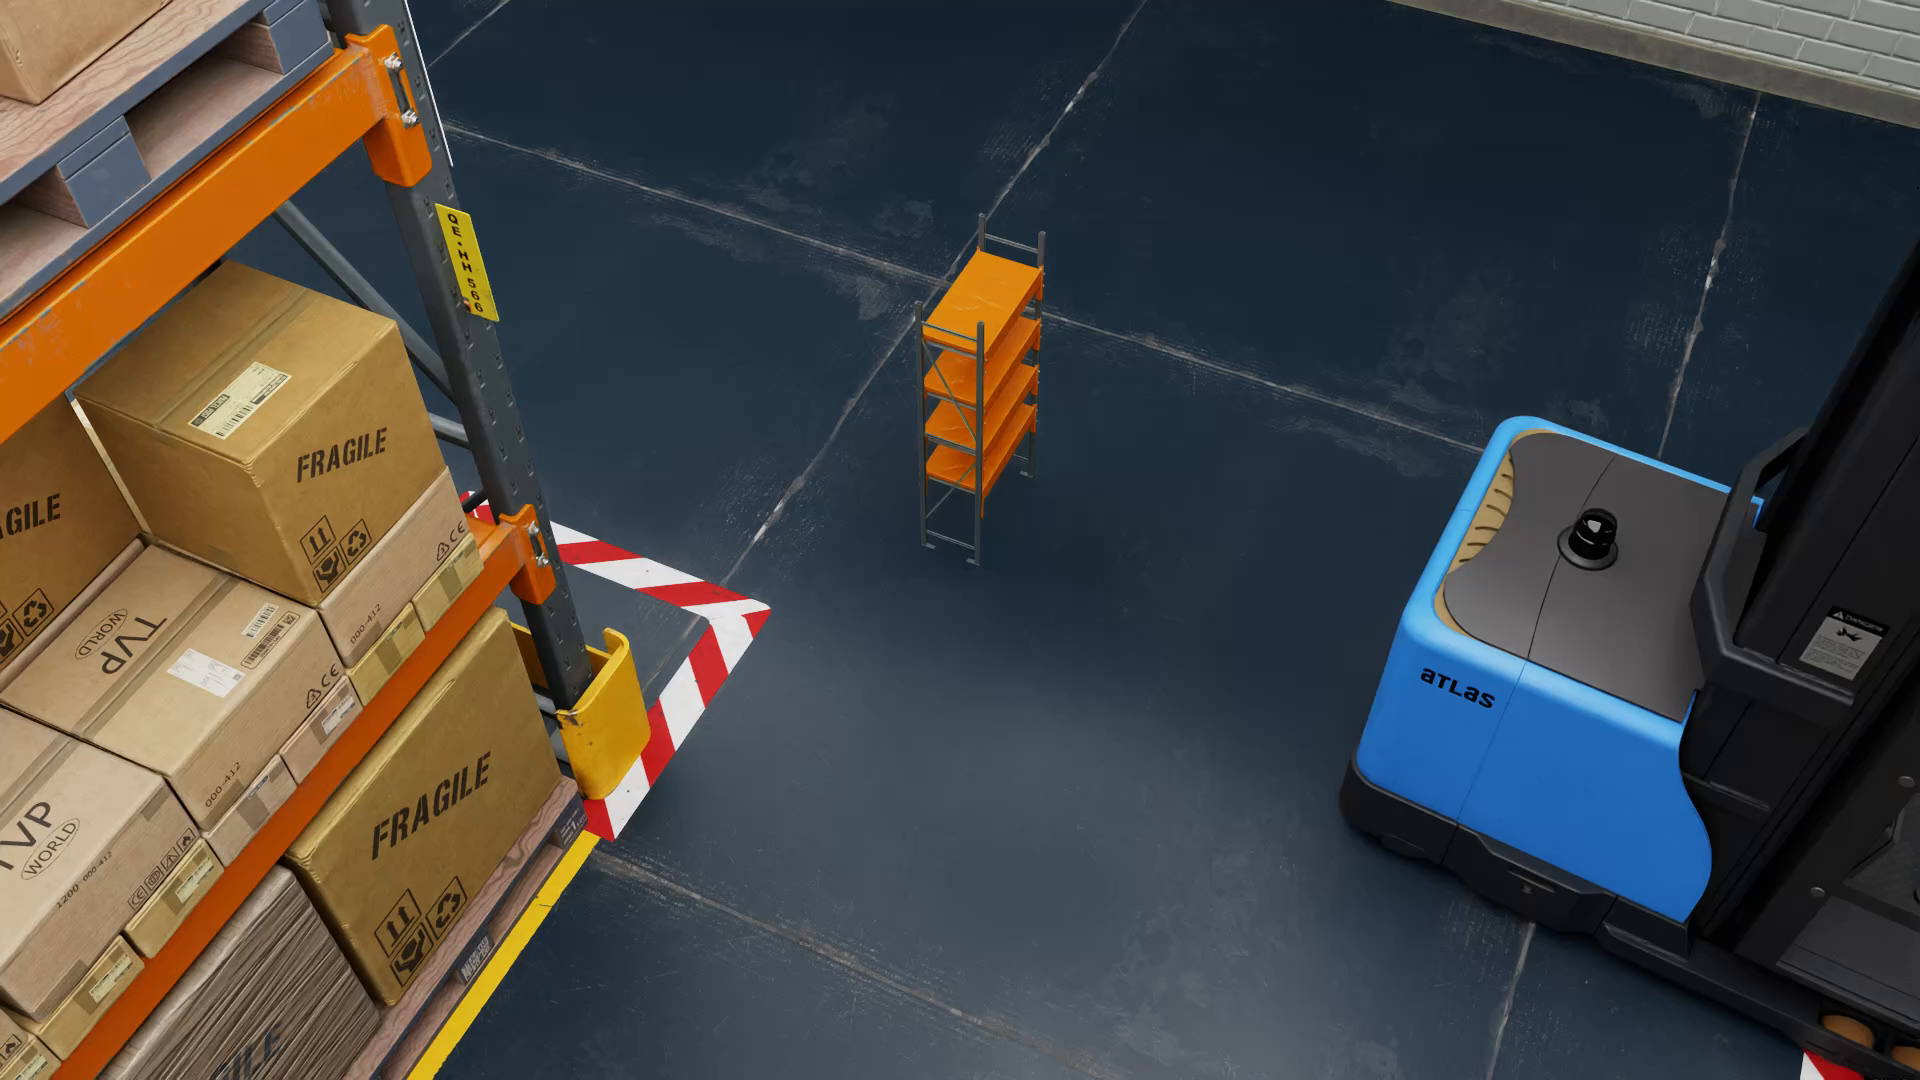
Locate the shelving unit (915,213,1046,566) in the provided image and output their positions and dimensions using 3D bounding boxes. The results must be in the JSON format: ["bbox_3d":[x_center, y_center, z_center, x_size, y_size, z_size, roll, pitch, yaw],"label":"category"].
[{"bbox_3d":[0.071,-0.503,5.890,0.258,1.200,0.503,20,52,16],"label":"shelving unit"}]

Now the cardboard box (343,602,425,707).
[{"bbox_3d":[-1.610,0.229,4.250,0.380,0.149,0.250,20,53,16],"label":"cardboard box"}]

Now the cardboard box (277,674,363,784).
[{"bbox_3d":[-1.719,0.402,4.103,0.380,0.149,0.250,20,52,16],"label":"cardboard box"}]

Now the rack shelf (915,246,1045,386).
[{"bbox_3d":[0.071,-0.757,5.591,0.258,0.148,0.480,20,52,16],"label":"rack shelf"}]

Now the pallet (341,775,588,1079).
[{"bbox_3d":[-1.917,1.096,5.179,1.003,0.211,1.213,20,52,16],"label":"pallet"}]

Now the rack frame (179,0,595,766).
[{"bbox_3d":[-1.646,-0.384,4.607,1.000,3.000,0.127,20,52,16],"label":"rack frame"}]

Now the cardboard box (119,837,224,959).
[{"bbox_3d":[-1.936,0.753,3.804,0.380,0.149,0.250,19,52,15],"label":"cardboard box"}]

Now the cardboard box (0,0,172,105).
[{"bbox_3d":[-1.820,-1.182,2.909,0.700,0.500,0.500,17,52,14],"label":"cardboard box"}]

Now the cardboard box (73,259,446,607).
[{"bbox_3d":[-1.617,-0.254,3.907,0.500,0.500,0.500,20,53,17],"label":"cardboard box"}]

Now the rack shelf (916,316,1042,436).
[{"bbox_3d":[0.071,-0.604,5.771,0.258,0.148,0.480,20,52,16],"label":"rack shelf"}]

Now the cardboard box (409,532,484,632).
[{"bbox_3d":[-1.501,0.050,4.403,0.380,0.149,0.250,21,53,17],"label":"cardboard box"}]

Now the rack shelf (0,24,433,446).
[{"bbox_3d":[-2.501,0.254,2.567,1.077,0.370,4.000,20,52,16],"label":"rack shelf"}]

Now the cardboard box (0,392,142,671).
[{"bbox_3d":[-2.309,-0.088,3.766,0.500,0.500,0.500,19,52,15],"label":"cardboard box"}]

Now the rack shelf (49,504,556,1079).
[{"bbox_3d":[-2.501,1.226,3.710,1.077,0.370,4.000,20,52,16],"label":"rack shelf"}]

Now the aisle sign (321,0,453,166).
[{"bbox_3d":[-1.344,-1.179,3.576,0.394,0.787,0.004,20,52,16],"label":"aisle sign"}]

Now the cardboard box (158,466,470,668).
[{"bbox_3d":[-1.614,-0.012,4.194,0.500,0.250,0.500,19,52,16],"label":"cardboard box"}]

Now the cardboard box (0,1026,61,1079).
[{"bbox_3d":[-2.154,1.102,3.508,0.380,0.149,0.250,21,53,17],"label":"cardboard box"}]

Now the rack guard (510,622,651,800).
[{"bbox_3d":[-1.636,0.409,5.573,1.175,0.500,0.348,20,52,16],"label":"rack guard"}]

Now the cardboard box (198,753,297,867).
[{"bbox_3d":[-1.827,0.574,3.957,0.380,0.149,0.250,21,53,17],"label":"cardboard box"}]

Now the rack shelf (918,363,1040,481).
[{"bbox_3d":[0.071,-0.459,5.941,0.258,0.148,0.480,20,52,16],"label":"rack shelf"}]

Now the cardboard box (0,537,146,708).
[{"bbox_3d":[-2.312,0.171,4.038,0.500,0.250,0.500,19,52,16],"label":"cardboard box"}]

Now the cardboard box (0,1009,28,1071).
[{"bbox_3d":[-2.267,1.048,3.292,0.500,0.250,0.500,20,52,16],"label":"cardboard box"}]

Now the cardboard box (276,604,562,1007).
[{"bbox_3d":[-1.848,0.635,4.860,0.875,0.875,0.875,20,52,16],"label":"cardboard box"}]

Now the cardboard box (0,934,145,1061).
[{"bbox_3d":[-2.046,0.932,3.652,0.380,0.149,0.250,20,52,16],"label":"cardboard box"}]

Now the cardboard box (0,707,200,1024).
[{"bbox_3d":[-2.048,0.688,3.598,0.500,0.250,0.500,18,52,15],"label":"cardboard box"}]

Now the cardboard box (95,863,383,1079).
[{"bbox_3d":[-2.236,1.262,4.326,0.875,0.875,0.875,20,52,16],"label":"cardboard box"}]

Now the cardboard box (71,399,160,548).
[{"bbox_3d":[-2.096,-0.189,4.345,0.500,0.250,0.500,19,52,15],"label":"cardboard box"}]

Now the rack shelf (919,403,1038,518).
[{"bbox_3d":[0.071,-0.331,6.092,0.258,0.148,0.480,20,52,16],"label":"rack shelf"}]

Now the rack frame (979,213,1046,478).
[{"bbox_3d":[0.175,-0.671,6.033,0.240,1.200,0.015,20,52,16],"label":"rack frame"}]

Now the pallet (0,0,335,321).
[{"bbox_3d":[-1.954,-0.813,3.061,1.003,0.211,1.213,20,52,16],"label":"pallet"}]

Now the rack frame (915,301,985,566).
[{"bbox_3d":[-0.034,-0.335,5.747,0.240,1.200,0.015,20,52,16],"label":"rack frame"}]

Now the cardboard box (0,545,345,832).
[{"bbox_3d":[-1.831,0.337,3.897,0.500,0.250,0.500,19,52,15],"label":"cardboard box"}]

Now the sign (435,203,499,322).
[{"bbox_3d":[-1.162,-0.650,3.918,0.100,0.325,0.005,20,52,16],"label":"sign"}]

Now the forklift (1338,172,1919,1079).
[{"bbox_3d":[2.771,0.213,4.145,3.031,2.935,1.130,24,54,19],"label":"forklift"}]
